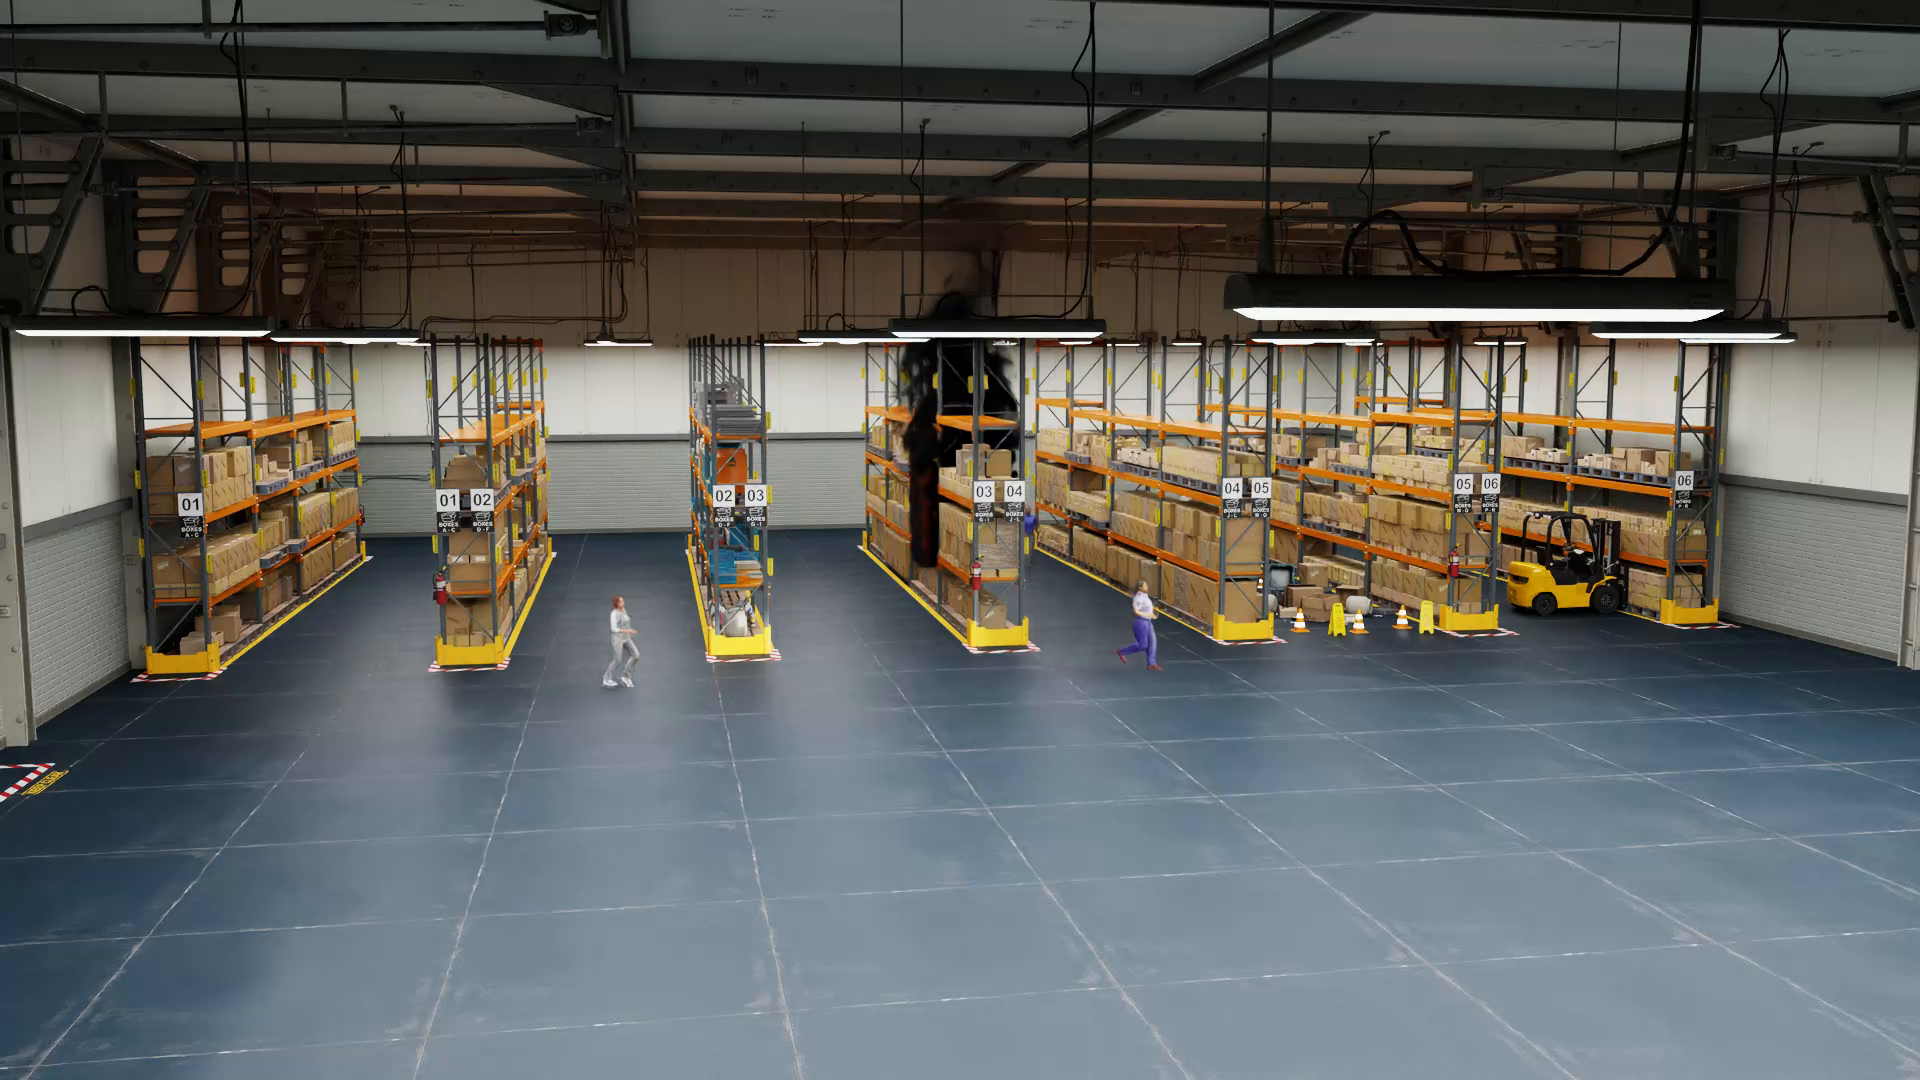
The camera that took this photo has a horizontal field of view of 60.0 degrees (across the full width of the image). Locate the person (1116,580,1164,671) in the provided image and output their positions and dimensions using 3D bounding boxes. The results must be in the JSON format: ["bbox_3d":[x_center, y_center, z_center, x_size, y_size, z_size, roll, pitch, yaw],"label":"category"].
[{"bbox_3d":[3.225,1.528,29.703,0.849,1.629,0.607,2,7,18],"label":"person"}]

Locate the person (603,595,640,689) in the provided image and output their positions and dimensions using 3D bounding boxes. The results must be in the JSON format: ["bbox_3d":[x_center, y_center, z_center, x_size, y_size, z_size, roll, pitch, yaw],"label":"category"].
[{"bbox_3d":[-5.738,1.725,28.138,0.672,1.596,0.543,3,7,22],"label":"person"}]

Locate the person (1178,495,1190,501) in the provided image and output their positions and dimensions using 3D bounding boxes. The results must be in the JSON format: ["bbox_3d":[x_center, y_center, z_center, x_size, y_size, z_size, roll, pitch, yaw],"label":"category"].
[{"bbox_3d":[6.844,-0.932,50.865,0.832,1.643,0.657,1,7,6],"label":"person"}]

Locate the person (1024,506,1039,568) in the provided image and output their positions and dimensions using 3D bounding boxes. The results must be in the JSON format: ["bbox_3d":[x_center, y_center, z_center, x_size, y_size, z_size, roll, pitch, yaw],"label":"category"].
[{"bbox_3d":[1.810,-0.094,43.886,0.593,1.612,0.773,-1,7,-10],"label":"person"}]
